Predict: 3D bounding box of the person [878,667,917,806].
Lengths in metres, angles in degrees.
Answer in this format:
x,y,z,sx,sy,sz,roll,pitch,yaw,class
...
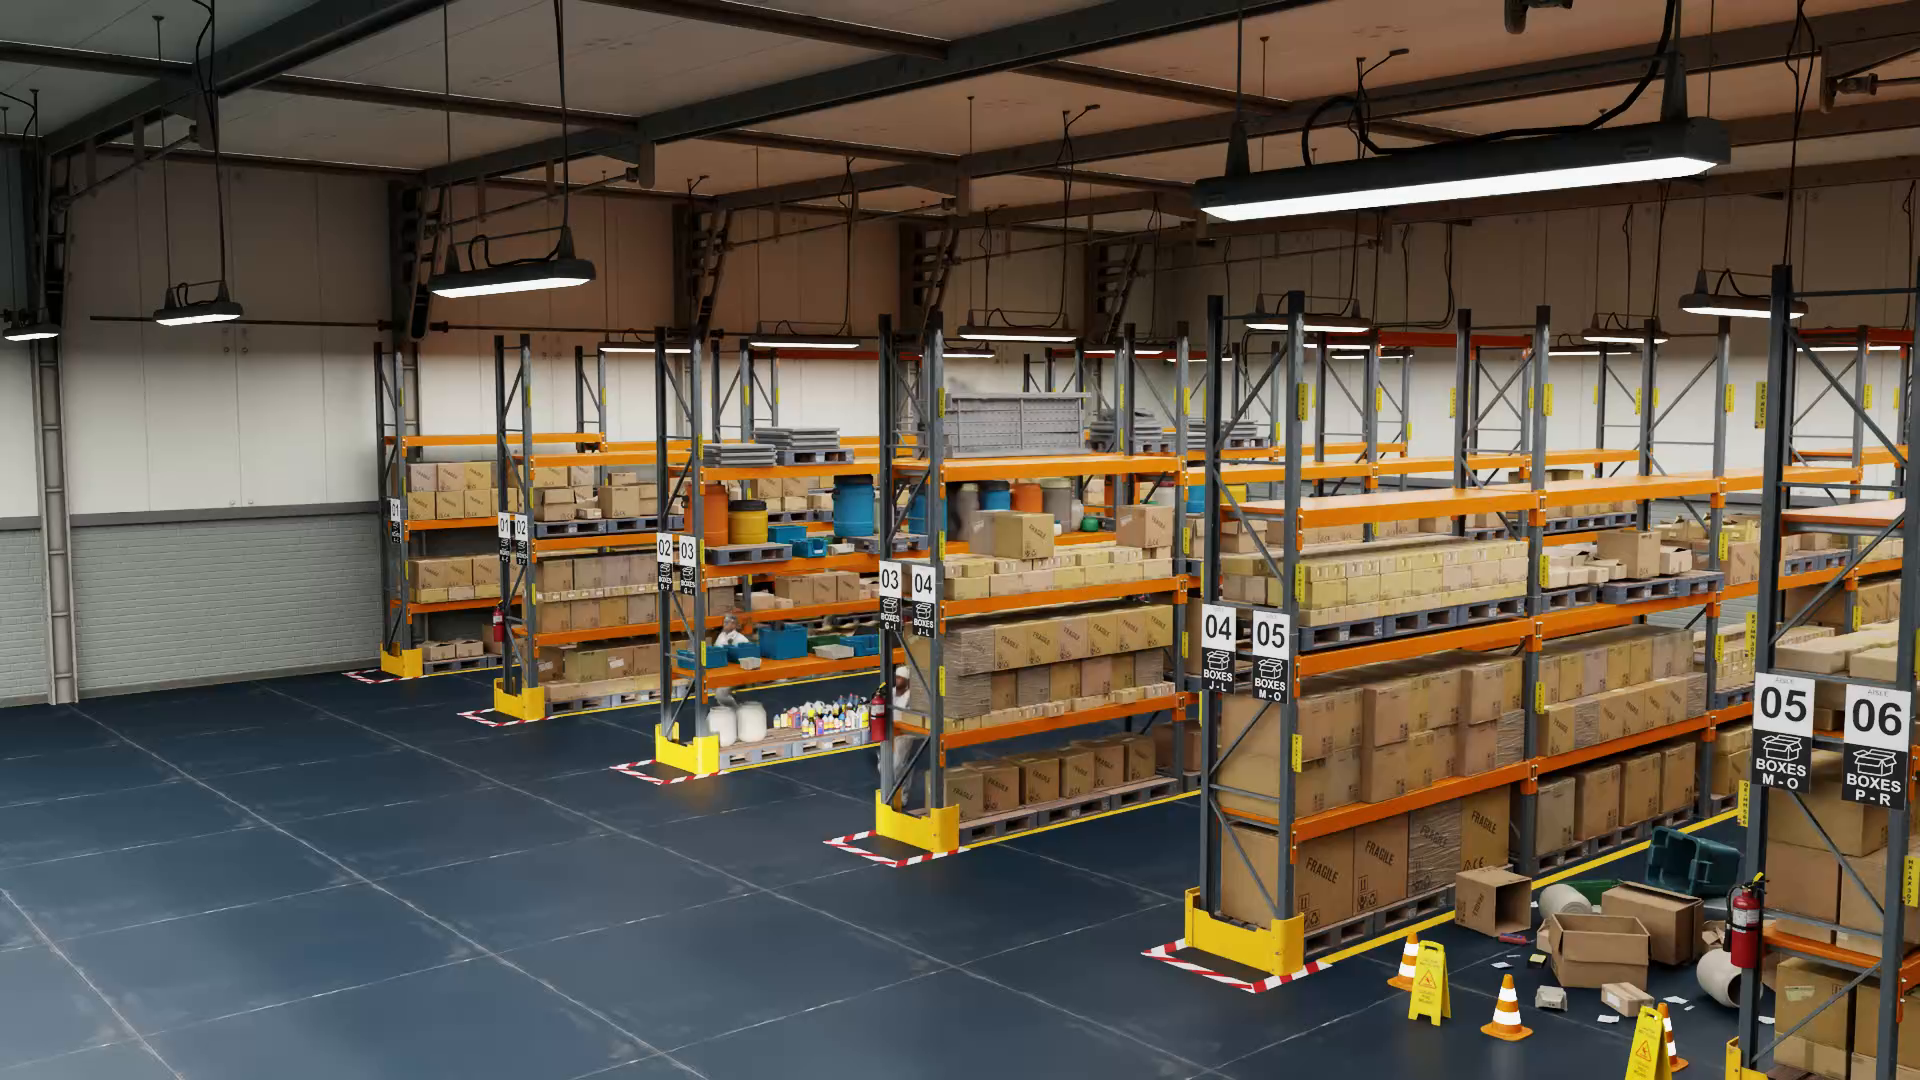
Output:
x,y,z,sx,sy,sz,roll,pitch,yaw,class
-0.729,2.426,20.550,0.688,1.735,0.600,5,7,44,person

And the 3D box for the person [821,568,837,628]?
x,y,z,sx,sy,sz,roll,pitch,yaw,class
-2.520,1.395,32.274,0.755,1.753,0.593,-4,7,-40,person

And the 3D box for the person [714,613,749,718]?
x,y,z,sx,sy,sz,roll,pitch,yaw,class
-3.525,1.971,24.904,0.649,1.750,0.619,5,7,44,person
